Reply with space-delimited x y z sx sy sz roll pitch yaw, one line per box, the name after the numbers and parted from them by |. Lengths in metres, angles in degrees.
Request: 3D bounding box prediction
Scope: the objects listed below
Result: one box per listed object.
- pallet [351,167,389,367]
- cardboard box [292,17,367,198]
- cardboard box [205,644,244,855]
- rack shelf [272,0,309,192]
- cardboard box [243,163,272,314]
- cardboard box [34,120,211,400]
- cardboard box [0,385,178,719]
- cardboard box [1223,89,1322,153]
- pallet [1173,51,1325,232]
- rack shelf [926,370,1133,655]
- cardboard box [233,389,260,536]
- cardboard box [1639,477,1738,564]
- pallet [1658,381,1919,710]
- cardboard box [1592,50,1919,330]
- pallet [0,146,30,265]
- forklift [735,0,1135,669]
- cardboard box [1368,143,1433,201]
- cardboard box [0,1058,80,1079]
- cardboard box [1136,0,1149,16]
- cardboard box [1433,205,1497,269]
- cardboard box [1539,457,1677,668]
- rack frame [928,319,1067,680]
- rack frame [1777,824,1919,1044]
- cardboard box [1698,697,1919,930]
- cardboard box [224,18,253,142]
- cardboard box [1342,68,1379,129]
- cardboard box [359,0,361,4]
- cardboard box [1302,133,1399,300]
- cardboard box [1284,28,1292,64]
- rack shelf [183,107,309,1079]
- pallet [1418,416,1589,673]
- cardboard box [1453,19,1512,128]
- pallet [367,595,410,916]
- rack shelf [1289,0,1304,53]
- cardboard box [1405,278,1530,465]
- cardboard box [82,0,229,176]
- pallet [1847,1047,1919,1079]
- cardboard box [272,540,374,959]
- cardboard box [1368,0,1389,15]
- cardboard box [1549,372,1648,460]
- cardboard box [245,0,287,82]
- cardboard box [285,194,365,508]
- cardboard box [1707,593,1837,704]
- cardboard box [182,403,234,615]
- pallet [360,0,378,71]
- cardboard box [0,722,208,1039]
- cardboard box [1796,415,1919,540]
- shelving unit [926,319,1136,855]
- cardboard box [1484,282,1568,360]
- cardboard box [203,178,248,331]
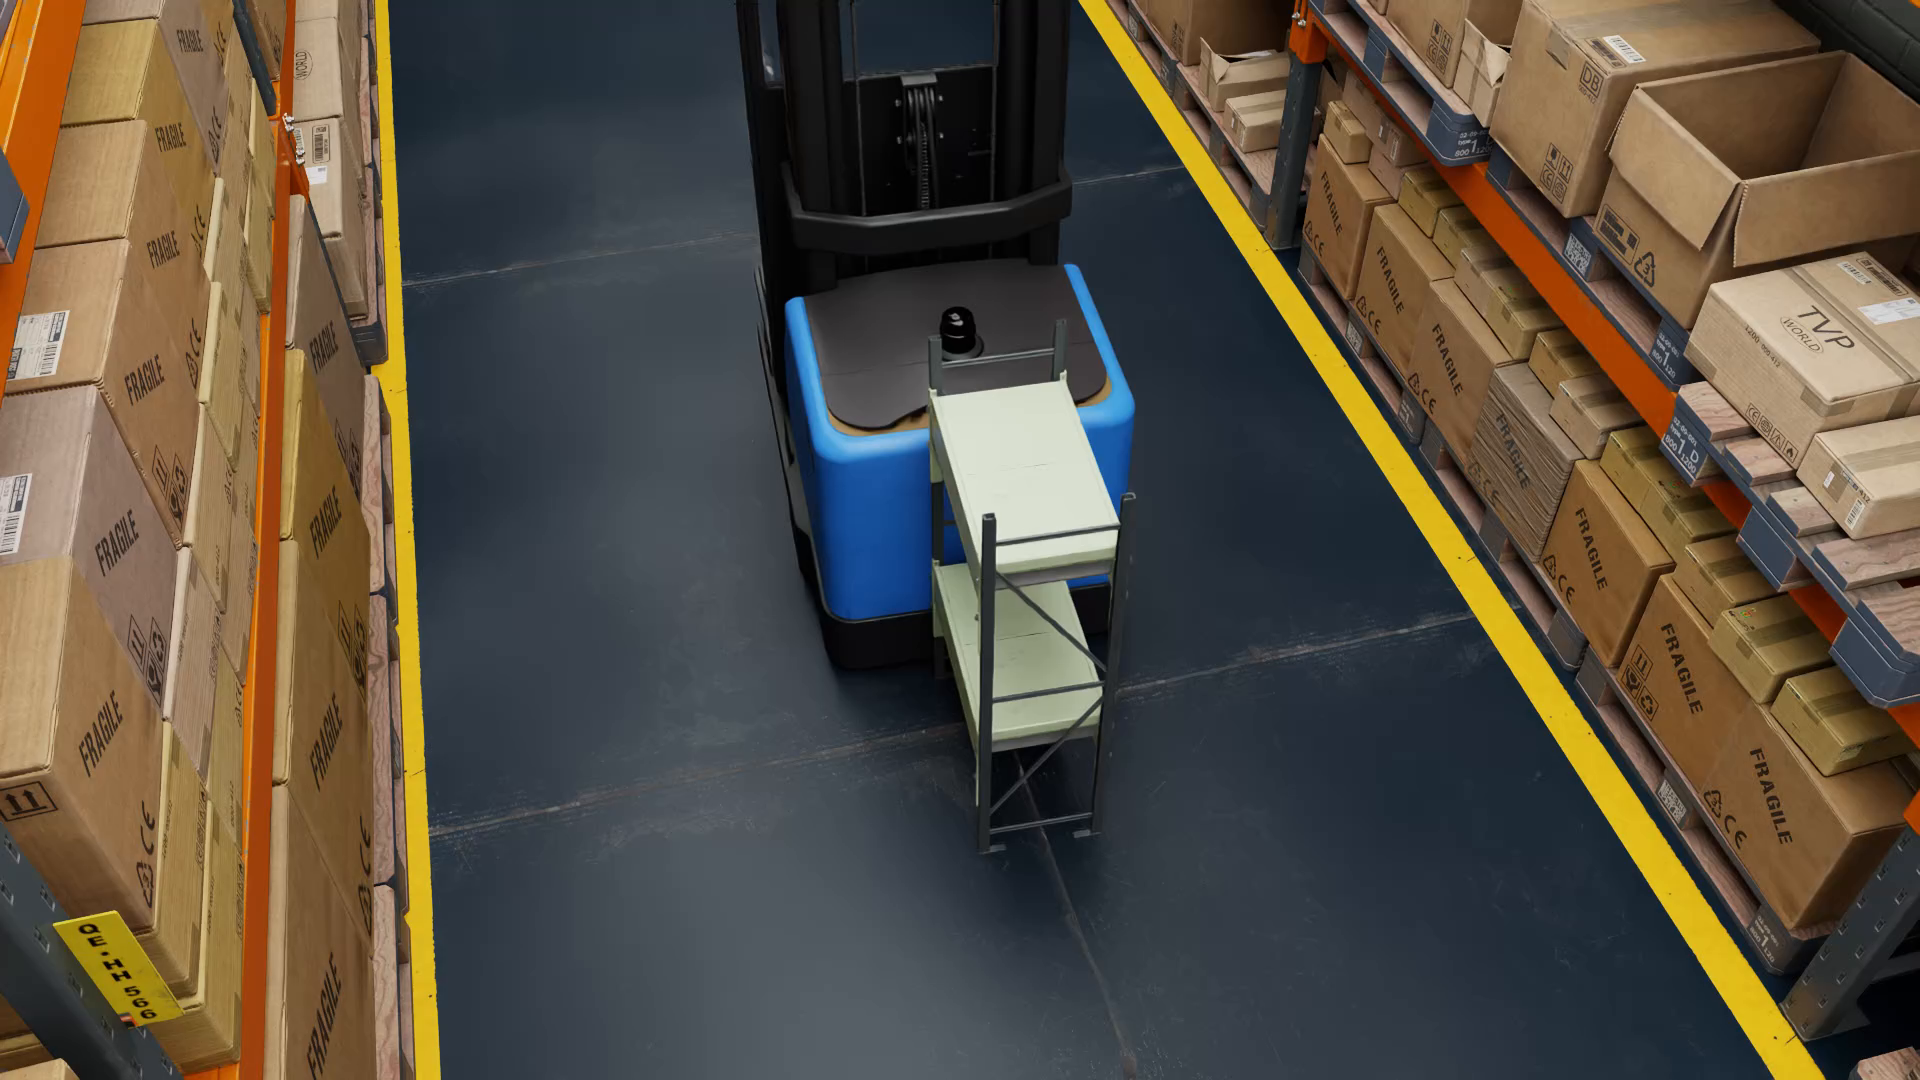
-3.032 -1.138 7.218 1.003 0.211 1.213 -11 47 -10 | pallet
-3.199 -1.896 7.508 0.875 0.438 0.875 -12 47 -11 | cardboard box
-1.919 0.504 3.761 0.500 0.250 0.500 -12 47 -11 | cardboard box
-3.425 -2.704 7.303 1.077 0.370 4.000 -11 47 -10 | rack shelf
-2.425 -0.907 5.144 0.500 0.250 0.500 -11 47 -11 | cardboard box
-2.158 -0.633 4.000 0.500 0.500 0.500 -10 46 -10 | cardboard box
-1.915 0.076 3.305 0.500 0.500 0.500 -11 47 -10 | cardboard box
1.458 -1.965 7.778 0.380 0.149 0.250 -12 47 -12 | cardboard box
1.710 -1.983 8.046 1.003 0.211 1.213 -11 47 -10 | pallet
0.181 -0.090 4.742 0.431 0.370 0.720 -8 46 -8 | rack shelf
-2.178 -0.199 4.450 0.500 0.250 0.500 -11 47 -10 | cardboard box
2.389 -0.081 5.231 0.380 0.149 0.250 -9 46 -9 | cardboard box
2.667 -0.112 4.393 1.213 0.211 1.003 -11 47 -10 | pallet
2.312 -1.000 4.763 0.797 0.503 0.637 -12 47 -11 | cardboard box
-2.105 -0.232 2.409 1.213 0.211 1.003 -9 46 -8 | pallet
-0.228 -1.653 5.817 1.130 2.935 3.031 -8 46 -8 | forklift
1.865 -1.511 6.632 0.380 0.149 0.250 -12 47 -11 | cardboard box
-1.504 1.164 2.437 0.500 0.500 0.500 -12 47 -11 | cardboard box
1.146 -3.099 8.643 0.500 0.500 0.500 -10 46 -10 | cardboard box
2.025 -1.149 6.278 0.380 0.149 0.250 -11 47 -11 | cardboard box
2.338 0.043 5.563 0.500 0.500 0.500 -9 46 -9 | cardboard box
0.109 -0.074 5.272 0.400 1.500 0.023 -8 46 -8 | rack frame
2.909 0.276 3.879 1.000 3.000 0.127 -11 47 -10 | rack frame
2.593 0.752 4.869 0.500 0.500 0.500 -9 46 -9 | cardboard box
-2.565 -1.438 5.314 0.500 0.250 0.500 -11 47 -10 | cardboard box
1.778 -1.803 6.711 0.380 0.149 0.250 -11 47 -11 | cardboard box
-3.671 -3.149 8.736 0.875 0.438 0.875 -12 47 -12 | cardboard box
1.791 -1.382 6.960 0.500 0.500 0.500 -9 46 -9 | cardboard box
1.833 -2.433 8.236 0.380 0.149 0.250 -11 47 -11 | cardboard box
-2.401 0.058 4.597 1.077 0.370 4.000 -11 47 -10 | rack shelf
2.445 -0.111 6.211 1.003 0.211 1.213 -11 47 -10 | pallet
1.869 -1.556 5.475 0.396 0.266 0.258 -9 46 -8 | cardboard box
-2.326 0.764 5.354 1.003 0.211 1.213 -11 47 -10 | pallet
1.373 -3.614 8.195 1.077 0.370 4.000 -11 47 -10 | rack shelf
2.060 -0.671 6.263 0.500 0.500 0.500 -12 47 -11 | cardboard box
-2.416 -1.342 4.694 0.500 0.500 0.500 -10 46 -10 | cardboard box
3.082 1.828 4.311 1.003 0.211 1.213 -11 47 -10 | pallet
-2.209 0.675 4.682 0.875 0.875 0.875 -10 46 -10 | cardboard box
1.792 -2.292 6.032 0.700 0.500 0.500 -10 46 -9 | cardboard box
2.225 -0.438 5.581 0.380 0.149 0.250 -13 47 -12 | cardboard box
-2.780 -1.982 6.022 0.500 0.500 0.500 -9 46 -9 | cardboard box
-2.677 -0.565 5.897 0.875 0.875 0.875 -9 46 -9 | cardboard box
2.438 0.300 4.858 0.380 0.149 0.250 -13 47 -12 | cardboard box
-2.027 -0.034 3.938 0.500 0.250 0.500 -11 47 -10 | cardboard box
-3.656 -2.823 8.869 1.003 0.211 1.213 -11 47 -10 | pallet
-1.780 0.669 3.249 0.500 0.250 0.500 -11 47 -11 | cardboard box
2.370 -0.166 4.194 0.380 0.149 0.250 -10 46 -10 | cardboard box
0.181 0.183 5.021 0.431 1.500 0.755 -8 46 -8 | shelving unit
2.114 -0.798 5.934 0.380 0.149 0.250 -9 46 -9 | cardboard box
-2.291 -0.737 4.627 0.500 0.250 0.500 -10 46 -9 | cardboard box
